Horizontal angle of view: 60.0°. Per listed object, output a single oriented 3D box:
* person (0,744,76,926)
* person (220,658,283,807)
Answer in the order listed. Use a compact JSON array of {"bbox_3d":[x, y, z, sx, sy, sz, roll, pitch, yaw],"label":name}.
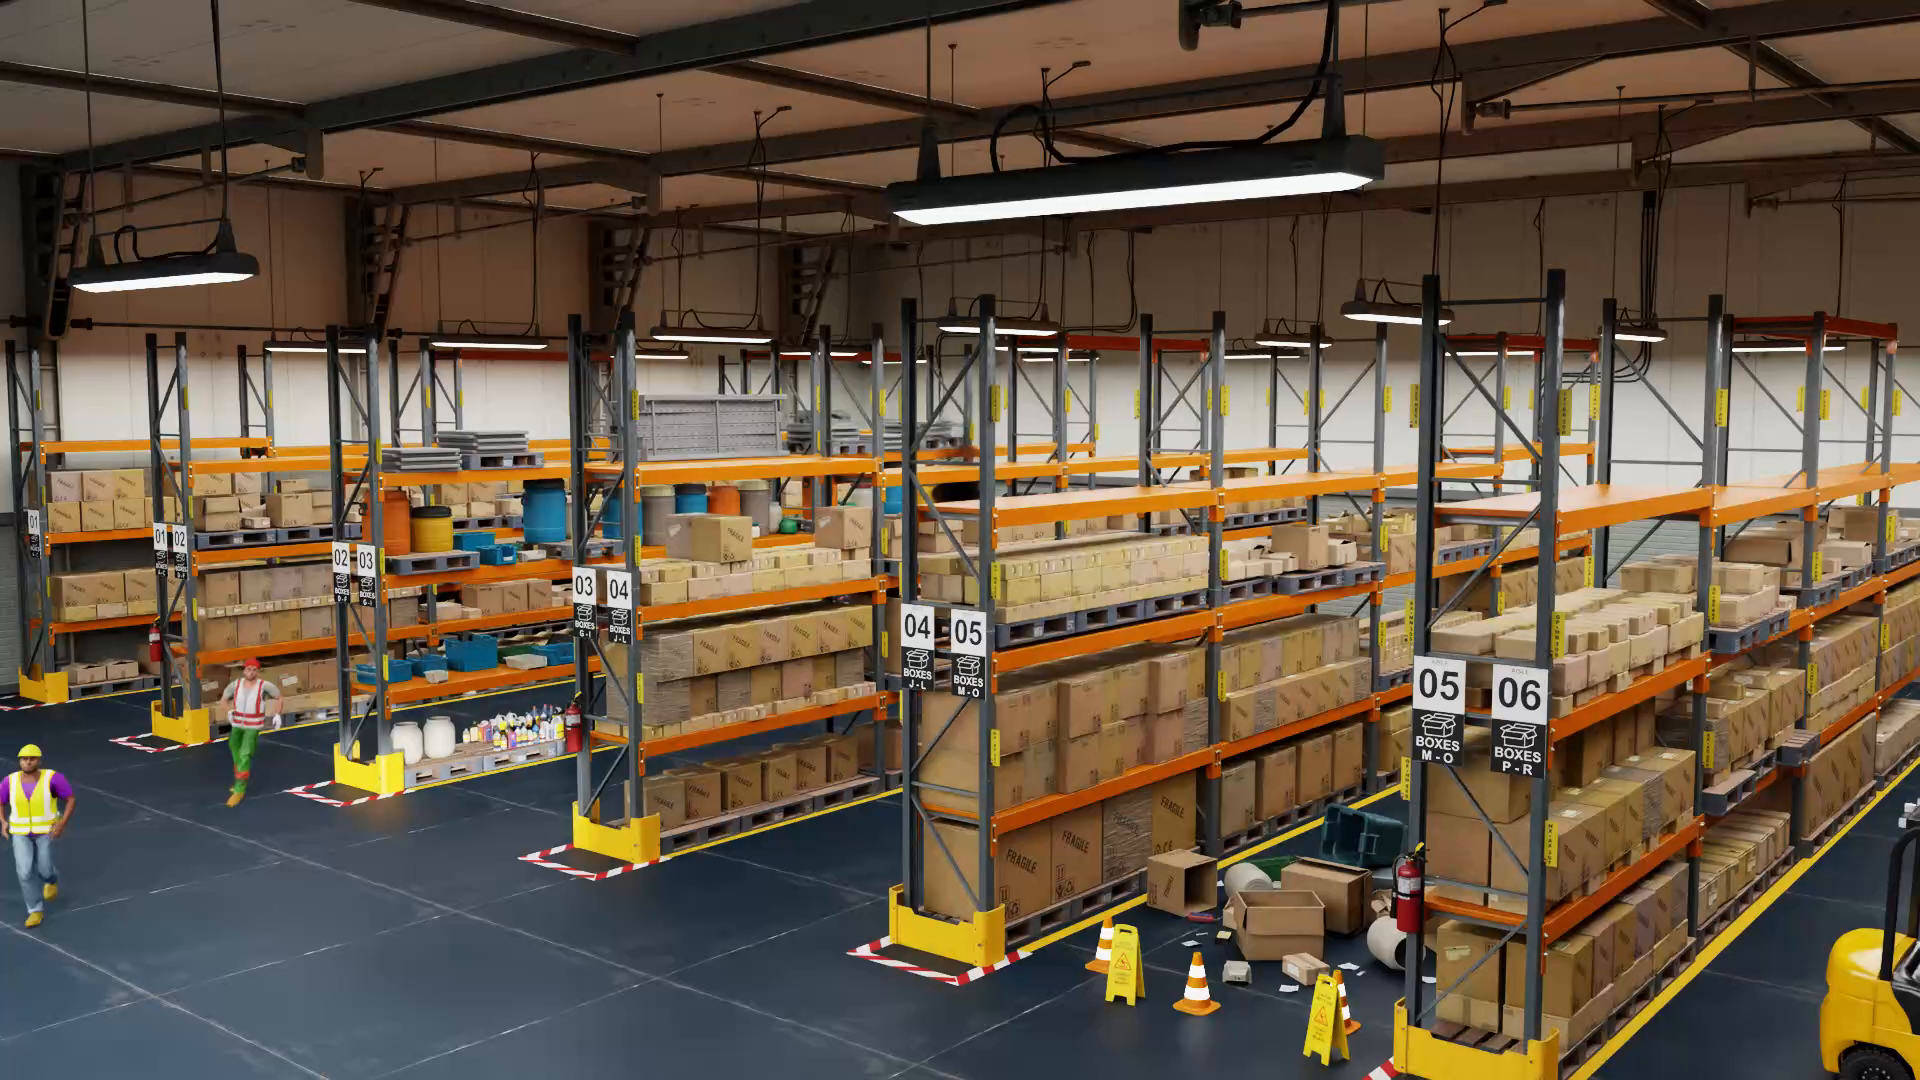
[{"bbox_3d":[-9.043,2.844,16.262,0.721,1.732,0.684,-2,5,-20],"label":"person"},{"bbox_3d":[-8.963,2.383,20.987,0.728,1.813,0.804,0,5,-3],"label":"person"}]
